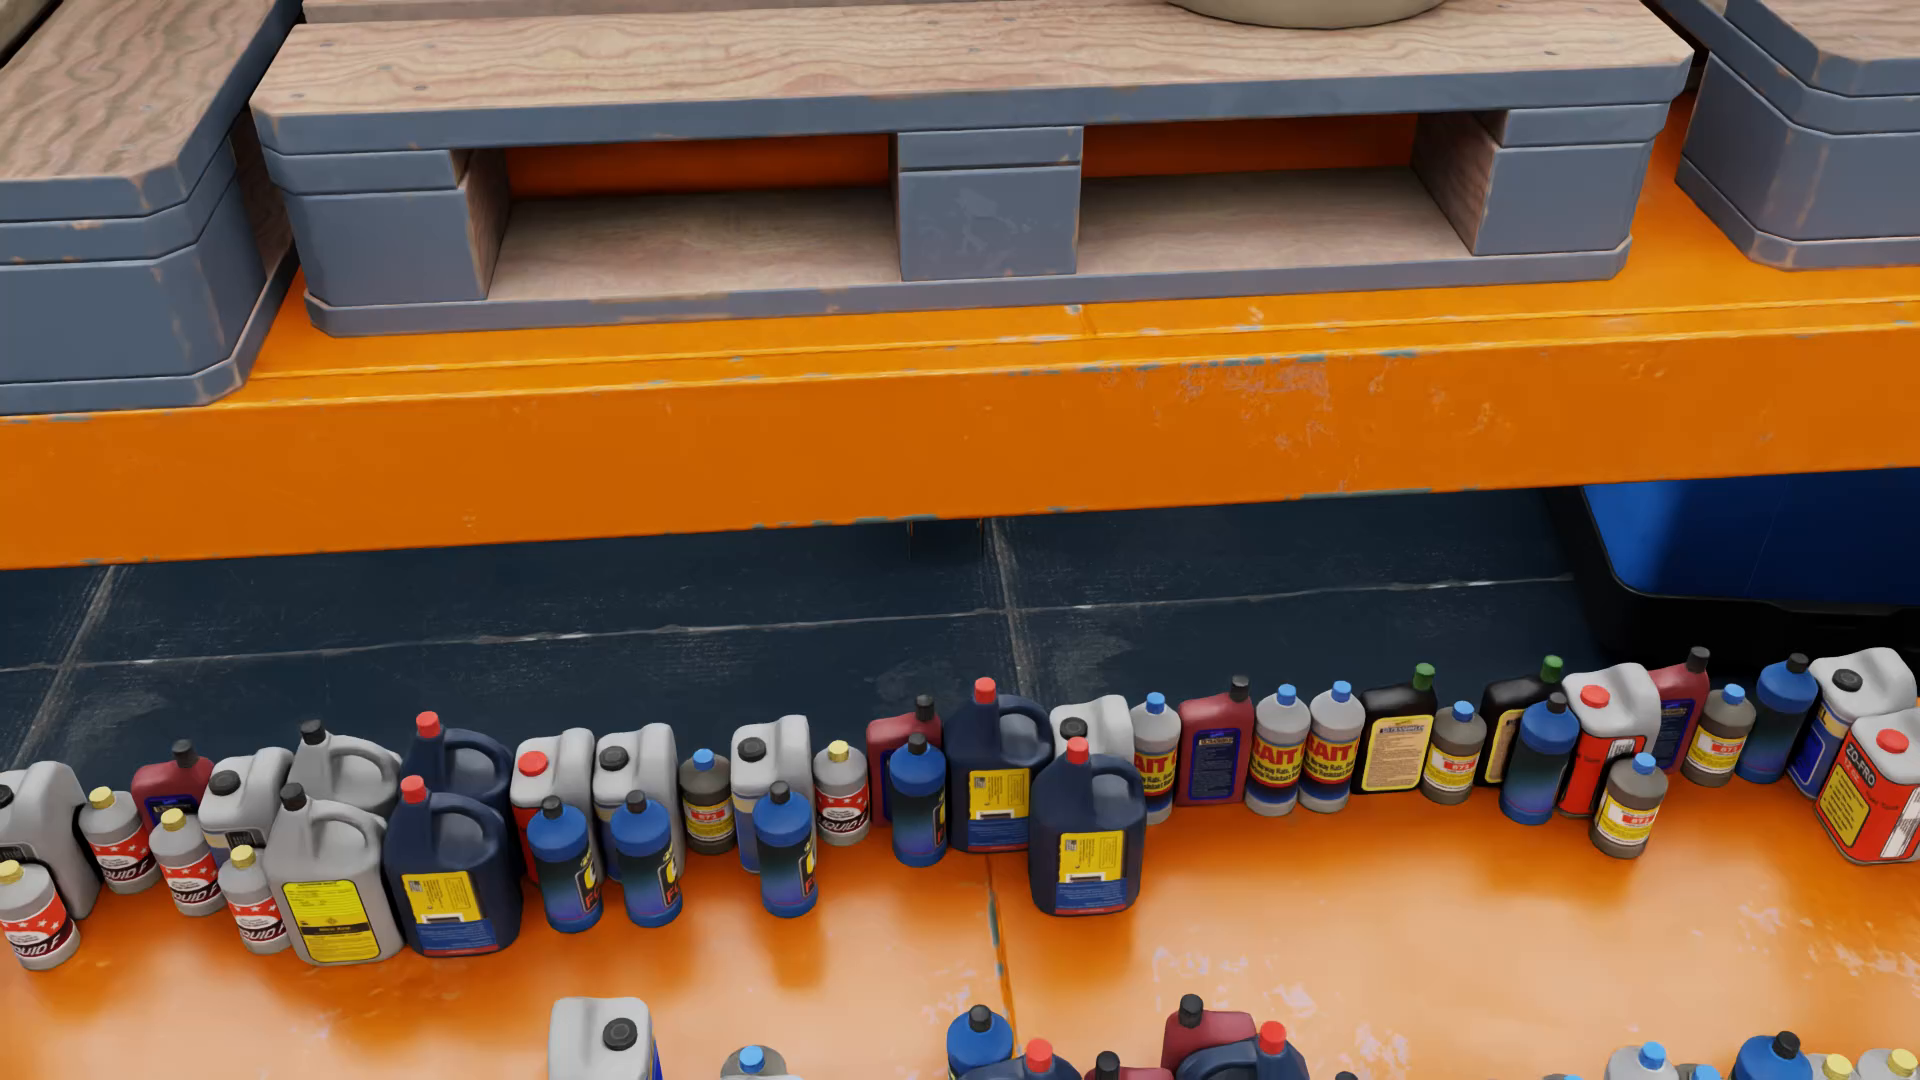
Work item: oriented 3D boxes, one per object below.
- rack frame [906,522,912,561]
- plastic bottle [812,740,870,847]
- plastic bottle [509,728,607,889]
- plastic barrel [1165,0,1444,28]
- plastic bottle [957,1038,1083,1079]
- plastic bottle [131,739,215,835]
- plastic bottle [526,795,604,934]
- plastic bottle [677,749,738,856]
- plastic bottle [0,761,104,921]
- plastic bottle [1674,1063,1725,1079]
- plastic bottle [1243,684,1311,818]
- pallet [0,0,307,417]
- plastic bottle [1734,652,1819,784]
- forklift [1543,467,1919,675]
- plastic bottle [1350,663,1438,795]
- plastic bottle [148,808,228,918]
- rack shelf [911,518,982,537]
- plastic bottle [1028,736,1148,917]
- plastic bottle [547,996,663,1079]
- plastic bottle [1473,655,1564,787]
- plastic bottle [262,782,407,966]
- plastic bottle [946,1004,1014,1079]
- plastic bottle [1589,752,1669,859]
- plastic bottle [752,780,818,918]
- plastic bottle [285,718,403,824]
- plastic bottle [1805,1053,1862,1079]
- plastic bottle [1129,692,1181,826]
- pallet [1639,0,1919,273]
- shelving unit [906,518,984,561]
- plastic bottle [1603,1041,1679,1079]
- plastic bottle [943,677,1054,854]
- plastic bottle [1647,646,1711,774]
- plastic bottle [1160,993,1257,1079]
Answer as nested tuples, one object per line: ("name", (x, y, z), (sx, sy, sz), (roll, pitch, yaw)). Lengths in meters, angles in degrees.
("rack frame", (-0.175, -0.403, 5.413), (0.008, 1.050, 0.200), (-3, 38, -4))
("plastic bottle", (-0.210, 0.437, 2.935), (0.097, 0.201, 0.097), (0, 38, 0))
("plastic bottle", (-0.688, 0.451, 2.857), (0.135, 0.276, 0.152), (-3, 38, -4))
("plastic barrel", (0.313, -0.754, 1.414), (0.433, 0.535, 0.433), (0, 38, 0))
("plastic bottle", (0.083, 0.819, 2.330), (0.185, 0.351, 0.144), (-3, 38, -4))
("plastic bottle", (-1.328, 0.455, 2.846), (0.133, 0.283, 0.061), (-3, 38, -4))
("plastic bottle", (-0.659, 0.529, 2.762), (0.097, 0.271, 0.097), (0, 38, 0))
("plastic bottle", (-0.441, 0.450, 2.919), (0.097, 0.201, 0.097), (0, 38, 0))
("plastic bottle", (-1.554, 0.499, 2.797), (0.135, 0.276, 0.152), (-3, 38, -4))
("plastic bottle", (1.063, 0.839, 2.426), (0.097, 0.201, 0.097), (0, 38, 0))
("plastic bottle", (0.568, 0.367, 2.968), (0.097, 0.271, 0.097), (0, 38, 0))
("pallet", (-1.146, -0.536, 1.738), (1.003, 0.211, 1.213), (-3, 38, -4))
("plastic bottle", (1.488, 0.316, 3.032), (0.097, 0.271, 0.097), (0, 38, 0))
("forklift", (3.545, -0.997, 4.647), (3.031, 2.935, 1.130), (2, 38, 3))
("plastic bottle", (0.778, 0.339, 2.993), (0.133, 0.283, 0.061), (-3, 38, -4))
("plastic bottle", (-1.303, 0.535, 2.811), (0.097, 0.201, 0.097), (0, 38, 0))
("rack shelf", (-0.053, -0.183, 5.600), (0.240, 0.259, 0.215), (-3, 38, -4))
("plastic bottle", (0.213, 0.464, 2.780), (0.185, 0.351, 0.144), (-3, 38, -4))
("plastic bottle", (-0.515, 0.785, 2.434), (0.135, 0.276, 0.152), (-3, 38, -4))
("plastic bottle", (1.008, 0.326, 3.009), (0.133, 0.283, 0.061), (-3, 38, -4))
("plastic bottle", (-1.019, 0.527, 2.700), (0.185, 0.351, 0.144), (-3, 38, -4))
("plastic bottle", (0.029, 0.779, 2.446), (0.097, 0.271, 0.097), (0, 38, 0))
("plastic bottle", (1.175, 0.455, 2.912), (0.097, 0.201, 0.097), (0, 38, 0))
("plastic bottle", (-0.294, 0.509, 2.788), (0.097, 0.271, 0.097), (0, 38, 0))
("plastic bottle", (-1.032, 0.438, 2.813), (0.185, 0.351, 0.144), (-3, 38, -4))
("plastic bottle", (1.257, 0.828, 2.439), (0.097, 0.201, 0.097), (0, 38, 0))
("plastic bottle", (0.338, 0.379, 2.952), (0.097, 0.271, 0.097), (0, 38, 0))
("pallet", (1.295, -0.670, 1.909), (1.213, 0.211, 1.003), (-3, 38, -4))
("shelving unit", (-0.053, -0.409, 5.421), (0.252, 1.050, 0.215), (-3, 38, -4))
("plastic bottle", (0.966, 0.817, 2.397), (0.097, 0.271, 0.097), (0, 38, 0))
("plastic bottle", (0.065, 0.378, 2.890), (0.185, 0.351, 0.144), (-3, 38, -4))
("plastic bottle", (1.275, 0.312, 3.028), (0.133, 0.283, 0.061), (-3, 38, -4))
("plastic bottle", (0.365, 0.767, 2.451), (0.133, 0.283, 0.061), (-3, 38, -4))
